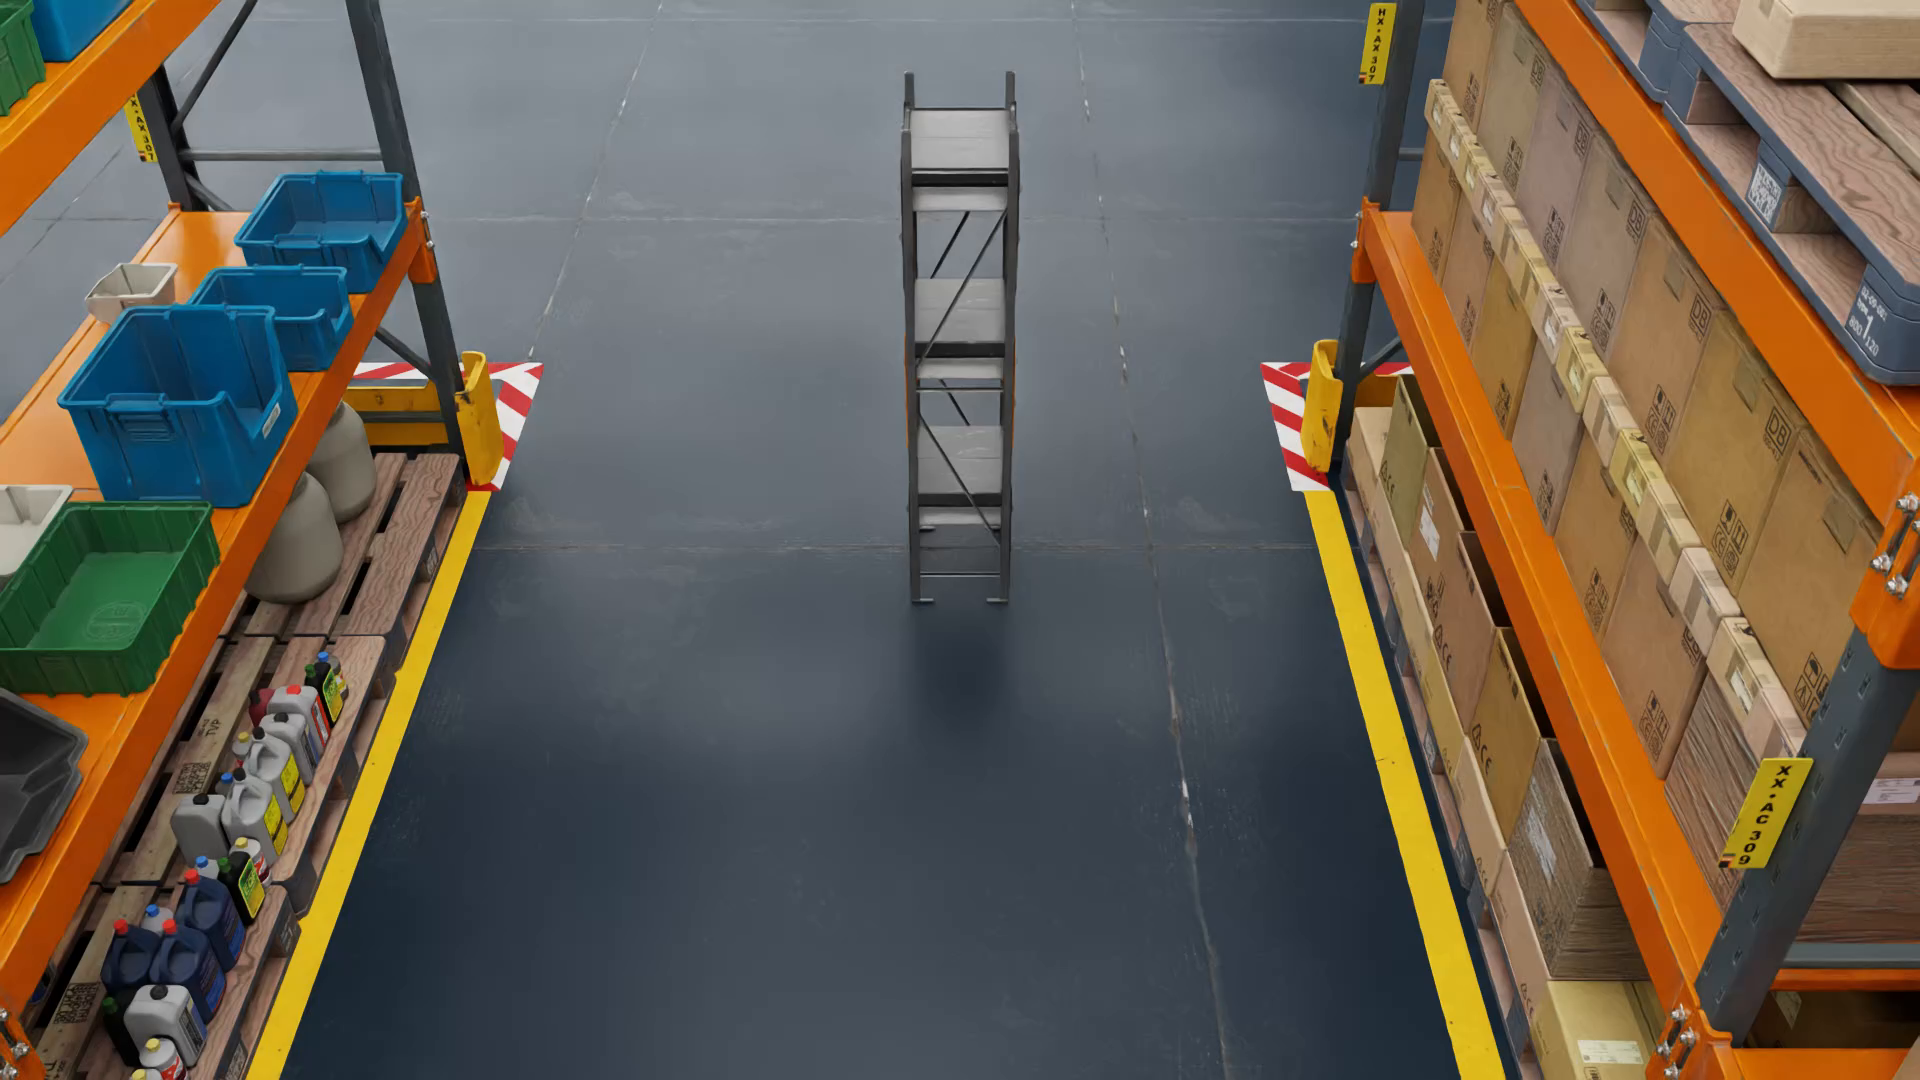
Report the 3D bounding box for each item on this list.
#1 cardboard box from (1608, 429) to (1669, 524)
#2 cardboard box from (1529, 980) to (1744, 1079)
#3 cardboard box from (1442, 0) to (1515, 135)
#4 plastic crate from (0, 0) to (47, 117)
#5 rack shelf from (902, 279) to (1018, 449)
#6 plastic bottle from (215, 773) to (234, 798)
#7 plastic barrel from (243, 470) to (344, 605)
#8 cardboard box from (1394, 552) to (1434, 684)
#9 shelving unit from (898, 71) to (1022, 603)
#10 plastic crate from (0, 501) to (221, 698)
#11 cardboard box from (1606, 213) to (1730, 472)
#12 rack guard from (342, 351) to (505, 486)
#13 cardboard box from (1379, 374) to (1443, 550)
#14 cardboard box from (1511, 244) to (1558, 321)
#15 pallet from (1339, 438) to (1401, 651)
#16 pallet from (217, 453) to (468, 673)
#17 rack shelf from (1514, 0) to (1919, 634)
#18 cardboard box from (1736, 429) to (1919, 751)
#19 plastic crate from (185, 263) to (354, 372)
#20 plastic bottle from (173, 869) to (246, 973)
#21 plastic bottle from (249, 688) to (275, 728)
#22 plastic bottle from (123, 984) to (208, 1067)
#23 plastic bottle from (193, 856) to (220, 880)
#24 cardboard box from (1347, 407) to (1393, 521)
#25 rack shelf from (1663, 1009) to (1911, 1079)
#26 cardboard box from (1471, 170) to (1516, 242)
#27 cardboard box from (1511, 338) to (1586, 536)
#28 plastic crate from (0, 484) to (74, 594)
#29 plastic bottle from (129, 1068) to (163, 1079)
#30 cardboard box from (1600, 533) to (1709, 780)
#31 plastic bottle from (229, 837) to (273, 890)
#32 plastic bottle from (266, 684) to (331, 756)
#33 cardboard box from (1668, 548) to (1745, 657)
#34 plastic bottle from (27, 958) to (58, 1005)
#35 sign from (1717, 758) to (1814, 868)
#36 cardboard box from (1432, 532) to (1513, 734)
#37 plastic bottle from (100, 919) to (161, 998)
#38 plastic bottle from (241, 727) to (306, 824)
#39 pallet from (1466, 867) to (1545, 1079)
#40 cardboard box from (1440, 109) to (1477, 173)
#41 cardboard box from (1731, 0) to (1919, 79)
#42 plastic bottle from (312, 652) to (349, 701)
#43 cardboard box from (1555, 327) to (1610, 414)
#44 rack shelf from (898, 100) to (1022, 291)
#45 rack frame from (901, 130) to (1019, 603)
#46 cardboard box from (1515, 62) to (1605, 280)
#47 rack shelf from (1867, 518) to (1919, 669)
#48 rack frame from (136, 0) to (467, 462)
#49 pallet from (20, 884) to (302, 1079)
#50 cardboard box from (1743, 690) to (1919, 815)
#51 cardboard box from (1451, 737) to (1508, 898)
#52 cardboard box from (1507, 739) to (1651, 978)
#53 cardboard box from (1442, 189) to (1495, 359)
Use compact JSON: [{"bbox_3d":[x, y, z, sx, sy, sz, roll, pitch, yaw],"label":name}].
[{"bbox_3d":[1.983,-0.170,4.465,0.380,0.149,0.250,0,39,0],"label":"cardboard box"},{"bbox_3d":[1.978,1.548,4.783,0.500,0.250,0.500,0,39,0],"label":"cardboard box"},{"bbox_3d":[2.180,-1.793,5.972,0.700,0.500,0.500,0,39,0],"label":"cardboard box"},{"bbox_3d":[-2.486,-1.145,4.051,0.336,0.188,0.450,0,39,0],"label":"plastic crate"},{"bbox_3d":[0.000,-0.705,6.473,0.431,0.518,0.480,0,39,0],"label":"rack shelf"},{"bbox_3d":[-2.464,0.872,5.649,0.097,0.201,0.097,0,39,0],"label":"plastic bottle"},{"bbox_3d":[-2.684,-0.040,6.555,0.421,0.512,0.421,0,39,0],"label":"plastic barrel"},{"bbox_3d":[1.975,0.297,6.344,0.500,0.250,0.500,0,39,0],"label":"cardboard box"},{"bbox_3d":[0.000,-0.716,6.464,0.431,2.100,0.503,0,39,0],"label":"shelving unit"},{"bbox_3d":[-2.476,0.163,4.817,0.450,0.188,0.662,0,39,0],"label":"plastic crate"},{"bbox_3d":[2.188,-0.524,4.387,0.700,0.500,0.500,0,39,0],"label":"cardboard box"},{"bbox_3d":[-2.714,-0.549,7.535,1.175,0.500,0.348,0,39,0],"label":"rack guard"},{"bbox_3d":[1.973,-0.308,6.499,0.500,0.500,0.500,0,39,0],"label":"cardboard box"},{"bbox_3d":[1.981,-0.814,5.269,0.380,0.149,0.250,-1,39,-1],"label":"cardboard box"},{"bbox_3d":[2.235,-0.007,7.090,1.003,0.211,1.213,0,39,0],"label":"pallet"},{"bbox_3d":[-2.719,0.072,6.992,1.003,0.211,1.213,0,39,0],"label":"pallet"},{"bbox_3d":[2.194,-1.212,4.541,1.077,0.370,4.000,0,39,0],"label":"rack shelf"},{"bbox_3d":[2.190,0.106,3.602,0.700,0.500,0.500,0,39,0],"label":"cardboard box"},{"bbox_3d":[-2.466,-0.795,5.962,0.499,0.251,0.408,0,39,0],"label":"plastic crate"},{"bbox_3d":[-2.343,1.168,5.160,0.144,0.351,0.185,-2,39,-2],"label":"plastic bottle"},{"bbox_3d":[-2.454,0.623,5.895,0.061,0.283,0.133,0,39,0],"label":"plastic bottle"},{"bbox_3d":[-2.346,1.419,4.907,0.152,0.276,0.135,1,39,2],"label":"plastic bottle"},{"bbox_3d":[-2.380,1.107,5.299,0.097,0.271,0.097,0,39,0],"label":"plastic bottle"},{"bbox_3d":[1.970,-0.328,7.124,0.500,0.250,0.500,0,39,0],"label":"cardboard box"},{"bbox_3d":[2.199,2.460,2.357,1.077,0.370,4.000,0,39,0],"label":"rack shelf"},{"bbox_3d":[1.977,-1.141,5.676,0.380,0.149,0.250,-1,39,-1],"label":"cardboard box"},{"bbox_3d":[2.184,-0.352,5.211,0.700,0.500,0.500,1,39,1],"label":"cardboard box"},{"bbox_3d":[-3.012,0.017,5.041,0.530,0.136,0.437,0,39,0],"label":"plastic crate"},{"bbox_3d":[-2.319,1.587,4.757,0.097,0.201,0.097,0,39,0],"label":"plastic bottle"},{"bbox_3d":[2.183,0.282,4.420,0.700,0.500,0.500,0,39,-1],"label":"cardboard box"},{"bbox_3d":[-2.320,1.050,5.427,0.097,0.201,0.097,0,39,0],"label":"plastic bottle"},{"bbox_3d":[-2.348,0.625,5.898,0.152,0.276,0.135,0,39,0],"label":"plastic bottle"},{"bbox_3d":[1.981,0.148,4.068,0.380,0.149,0.250,-1,39,-1],"label":"cardboard box"},{"bbox_3d":[-2.898,1.282,5.077,0.152,0.276,0.135,0,39,0],"label":"plastic bottle"},{"bbox_3d":[1.642,0.561,3.396,0.100,0.325,0.005,0,39,0],"label":"sign"},{"bbox_3d":[1.969,0.317,5.719,0.500,0.500,0.500,0,39,0],"label":"cardboard box"},{"bbox_3d":[-2.487,1.287,5.012,0.144,0.351,0.185,0,39,0],"label":"plastic bottle"},{"bbox_3d":[-2.344,0.786,5.637,0.144,0.351,0.185,1,39,2],"label":"plastic bottle"},{"bbox_3d":[2.238,1.519,5.186,1.003,0.211,1.213,0,39,0],"label":"pallet"},{"bbox_3d":[1.980,-1.455,6.068,0.380,0.149,0.250,-1,39,-1],"label":"cardboard box"},{"bbox_3d":[1.922,-1.117,3.599,0.380,0.149,0.250,0,39,0],"label":"cardboard box"},{"bbox_3d":[-2.321,0.497,6.118,0.097,0.201,0.097,0,39,0],"label":"plastic bottle"},{"bbox_3d":[1.979,-0.494,4.869,0.380,0.149,0.250,1,39,1],"label":"cardboard box"},{"bbox_3d":[0.000,-1.251,6.035,0.431,0.518,0.480,0,39,0],"label":"rack shelf"},{"bbox_3d":[0.000,-0.563,6.274,0.400,2.100,0.015,0,39,0],"label":"rack frame"},{"bbox_3d":[2.187,-1.149,5.168,0.700,0.500,0.500,0,39,0],"label":"cardboard box"},{"bbox_3d":[2.199,1.289,1.419,1.077,0.370,4.000,0,39,0],"label":"rack shelf"},{"bbox_3d":[-2.761,-1.572,6.813,1.000,3.000,0.127,0,39,0],"label":"rack frame"},{"bbox_3d":[-2.716,1.598,5.088,1.003,0.211,1.213,0,39,0],"label":"pallet"},{"bbox_3d":[1.982,0.466,3.671,0.380,0.149,0.250,0,39,0],"label":"cardboard box"},{"bbox_3d":[1.972,0.922,5.563,0.500,0.250,0.500,0,39,0],"label":"cardboard box"},{"bbox_3d":[1.989,0.942,4.939,0.500,0.500,0.500,0,39,0],"label":"cardboard box"},{"bbox_3d":[2.185,-0.992,6.009,0.700,0.500,0.500,1,39,1],"label":"cardboard box"}]
